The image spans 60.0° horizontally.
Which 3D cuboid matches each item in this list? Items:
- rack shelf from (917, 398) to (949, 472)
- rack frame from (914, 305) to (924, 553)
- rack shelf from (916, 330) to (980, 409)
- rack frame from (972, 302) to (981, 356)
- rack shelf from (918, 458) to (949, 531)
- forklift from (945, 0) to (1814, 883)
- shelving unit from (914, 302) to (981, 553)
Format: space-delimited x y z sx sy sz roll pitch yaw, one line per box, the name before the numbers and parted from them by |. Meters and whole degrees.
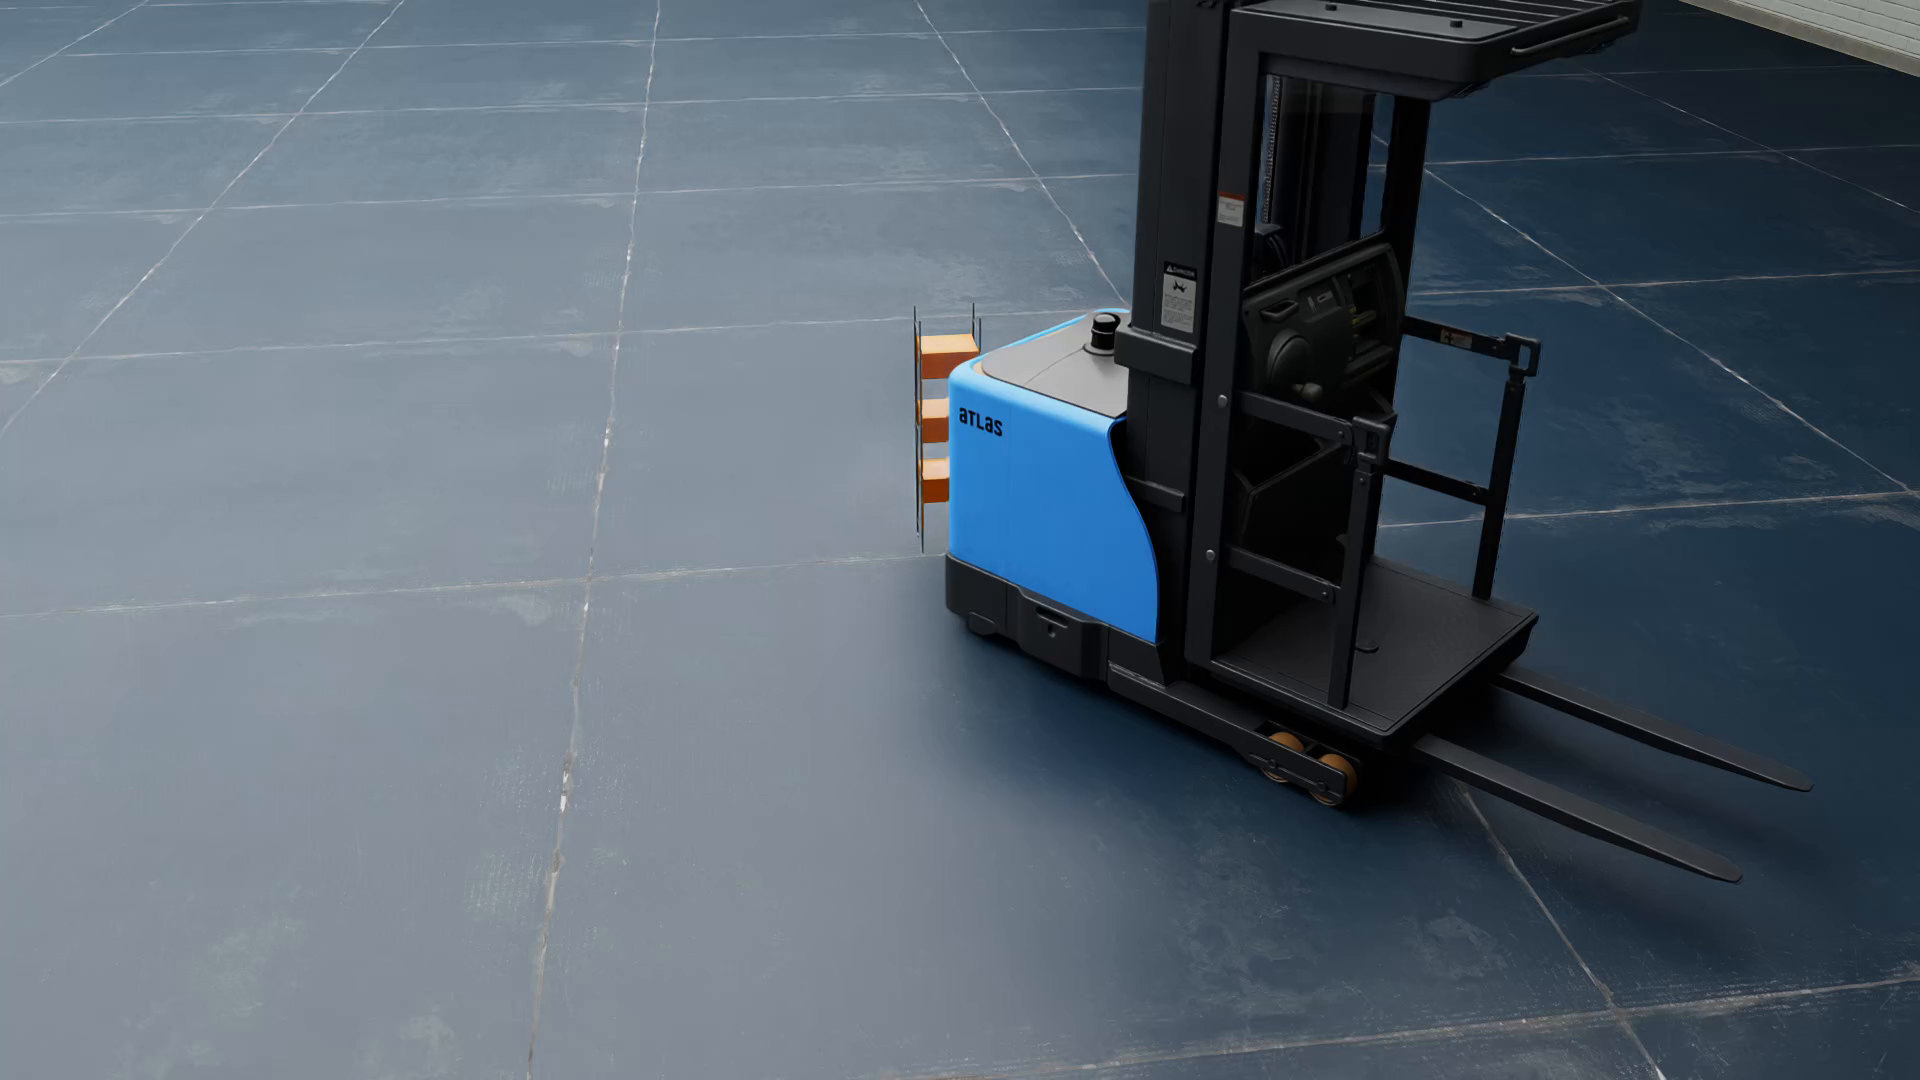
rack shelf | -0.053 -0.454 7.009 0.240 0.259 0.215 -4 27 -7
rack frame | -0.174 -0.456 6.989 0.008 1.050 0.200 -4 27 -7
rack shelf | -0.053 -0.707 6.879 0.240 0.259 0.215 -4 27 -7
rack frame | 0.068 -0.471 7.019 0.008 1.050 0.200 -4 27 -7
rack shelf | -0.053 -0.207 7.135 0.240 0.259 0.215 -4 27 -7
forklift | 1.367 -0.692 5.389 3.031 2.935 1.130 23 35 37
shelving unit | -0.053 -0.464 7.004 0.252 1.050 0.215 -4 27 -7
